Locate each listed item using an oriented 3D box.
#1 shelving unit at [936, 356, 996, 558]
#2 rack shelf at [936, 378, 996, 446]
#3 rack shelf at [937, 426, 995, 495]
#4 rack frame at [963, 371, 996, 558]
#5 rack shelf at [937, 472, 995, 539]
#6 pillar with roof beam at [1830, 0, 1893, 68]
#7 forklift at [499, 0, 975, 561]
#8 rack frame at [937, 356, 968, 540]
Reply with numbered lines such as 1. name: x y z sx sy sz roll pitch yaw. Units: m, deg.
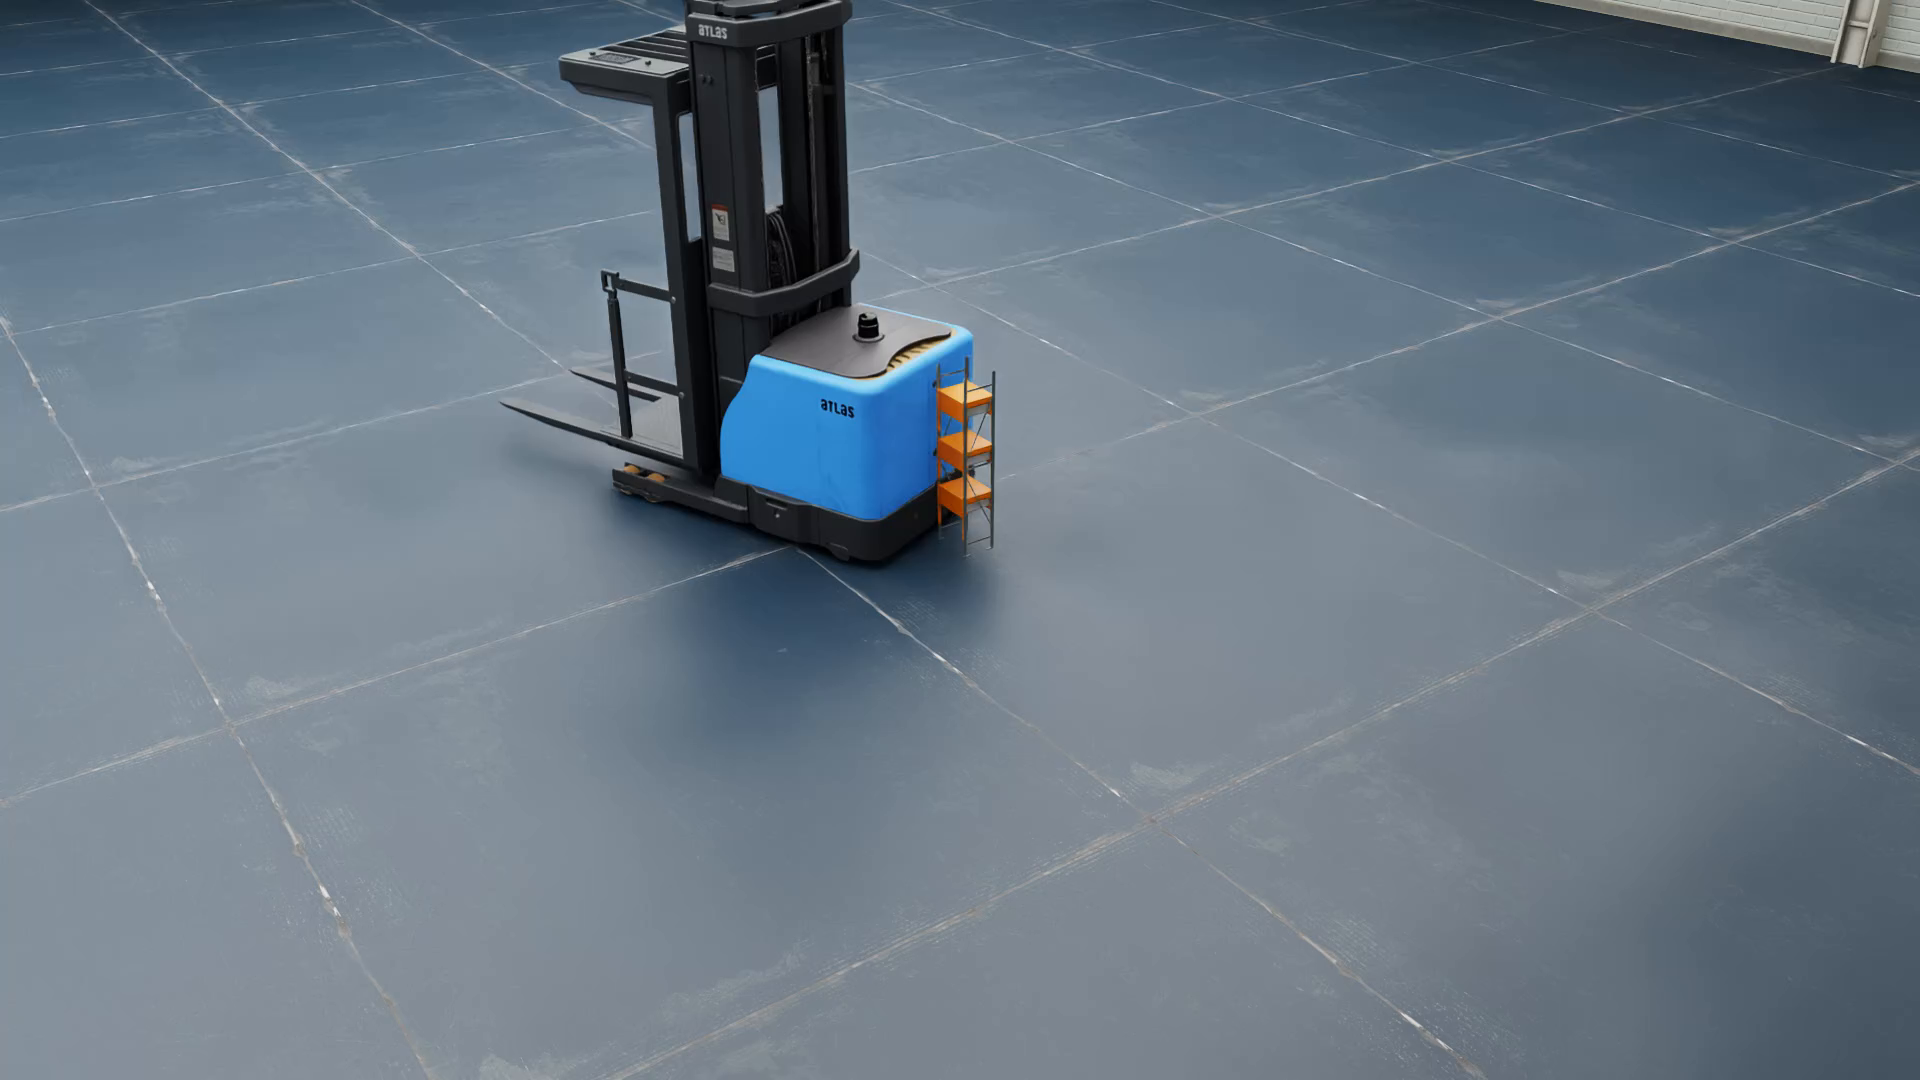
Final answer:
1. shelving unit: 0.031 -0.441 8.961 0.215 1.050 0.252 -19 34 -31
2. rack shelf: 0.031 -0.681 8.831 0.215 0.259 0.240 -19 34 -31
3. rack shelf: 0.031 -0.431 8.966 0.215 0.259 0.240 -19 34 -31
4. rack frame: 0.102 -0.393 8.874 0.200 1.050 0.008 -19 34 -31
5. rack shelf: 0.031 -0.187 9.099 0.215 0.259 0.240 -19 34 -31
6. pillar with roof beam: 7.019 -8.381 15.252 9.100 9.000 0.400 -19 34 -31
7. forklift: -1.427 -1.697 9.304 3.031 2.935 1.130 17 33 29
8. rack frame: -0.040 -0.488 9.048 0.200 1.050 0.008 -19 34 -31
